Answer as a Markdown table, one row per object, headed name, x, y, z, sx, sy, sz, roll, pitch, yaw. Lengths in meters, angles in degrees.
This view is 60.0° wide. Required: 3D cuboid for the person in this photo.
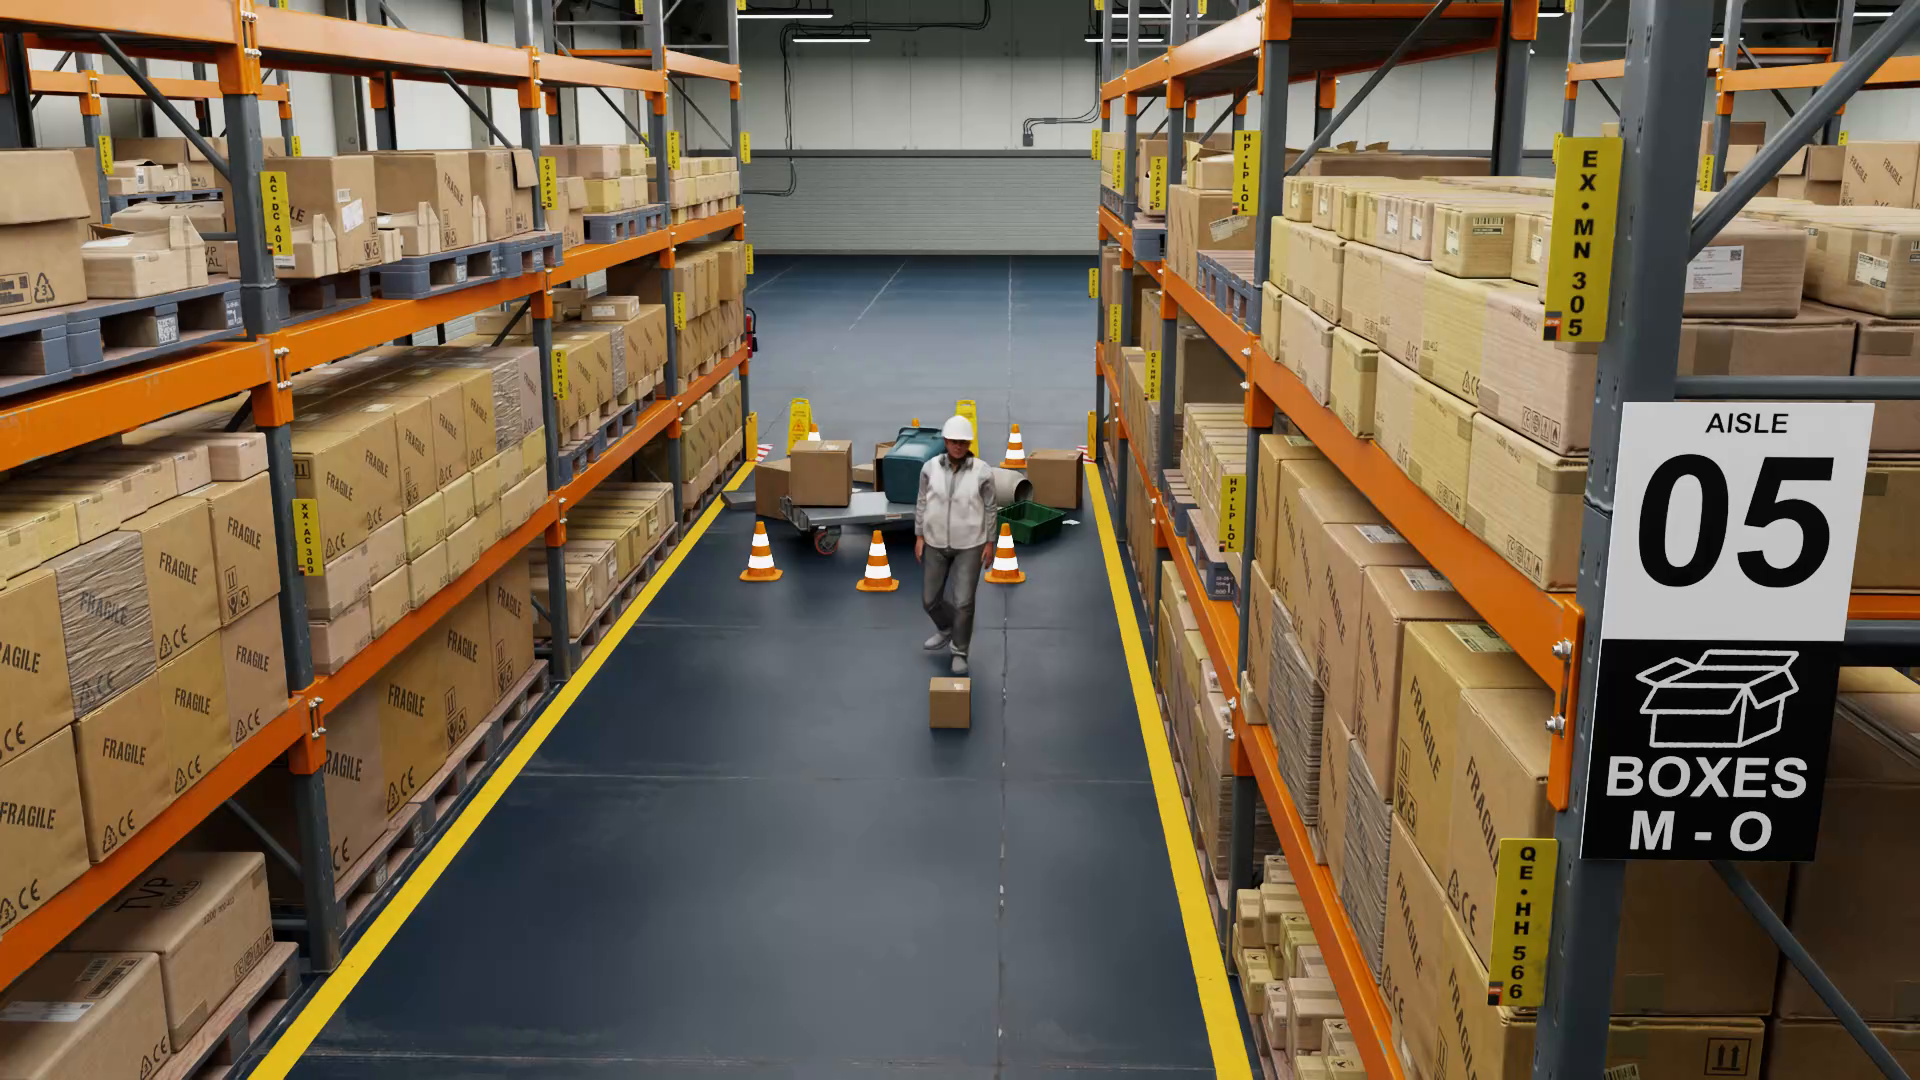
| name | x | y | z | sx | sy | sz | roll | pitch | yaw |
| --- | --- | --- | --- | --- | --- | --- | --- | --- | --- |
| person | -0.019 | 0.007 | 11.424 | 0.563 | 1.777 | 0.552 | 3 | 14 | 13 |
